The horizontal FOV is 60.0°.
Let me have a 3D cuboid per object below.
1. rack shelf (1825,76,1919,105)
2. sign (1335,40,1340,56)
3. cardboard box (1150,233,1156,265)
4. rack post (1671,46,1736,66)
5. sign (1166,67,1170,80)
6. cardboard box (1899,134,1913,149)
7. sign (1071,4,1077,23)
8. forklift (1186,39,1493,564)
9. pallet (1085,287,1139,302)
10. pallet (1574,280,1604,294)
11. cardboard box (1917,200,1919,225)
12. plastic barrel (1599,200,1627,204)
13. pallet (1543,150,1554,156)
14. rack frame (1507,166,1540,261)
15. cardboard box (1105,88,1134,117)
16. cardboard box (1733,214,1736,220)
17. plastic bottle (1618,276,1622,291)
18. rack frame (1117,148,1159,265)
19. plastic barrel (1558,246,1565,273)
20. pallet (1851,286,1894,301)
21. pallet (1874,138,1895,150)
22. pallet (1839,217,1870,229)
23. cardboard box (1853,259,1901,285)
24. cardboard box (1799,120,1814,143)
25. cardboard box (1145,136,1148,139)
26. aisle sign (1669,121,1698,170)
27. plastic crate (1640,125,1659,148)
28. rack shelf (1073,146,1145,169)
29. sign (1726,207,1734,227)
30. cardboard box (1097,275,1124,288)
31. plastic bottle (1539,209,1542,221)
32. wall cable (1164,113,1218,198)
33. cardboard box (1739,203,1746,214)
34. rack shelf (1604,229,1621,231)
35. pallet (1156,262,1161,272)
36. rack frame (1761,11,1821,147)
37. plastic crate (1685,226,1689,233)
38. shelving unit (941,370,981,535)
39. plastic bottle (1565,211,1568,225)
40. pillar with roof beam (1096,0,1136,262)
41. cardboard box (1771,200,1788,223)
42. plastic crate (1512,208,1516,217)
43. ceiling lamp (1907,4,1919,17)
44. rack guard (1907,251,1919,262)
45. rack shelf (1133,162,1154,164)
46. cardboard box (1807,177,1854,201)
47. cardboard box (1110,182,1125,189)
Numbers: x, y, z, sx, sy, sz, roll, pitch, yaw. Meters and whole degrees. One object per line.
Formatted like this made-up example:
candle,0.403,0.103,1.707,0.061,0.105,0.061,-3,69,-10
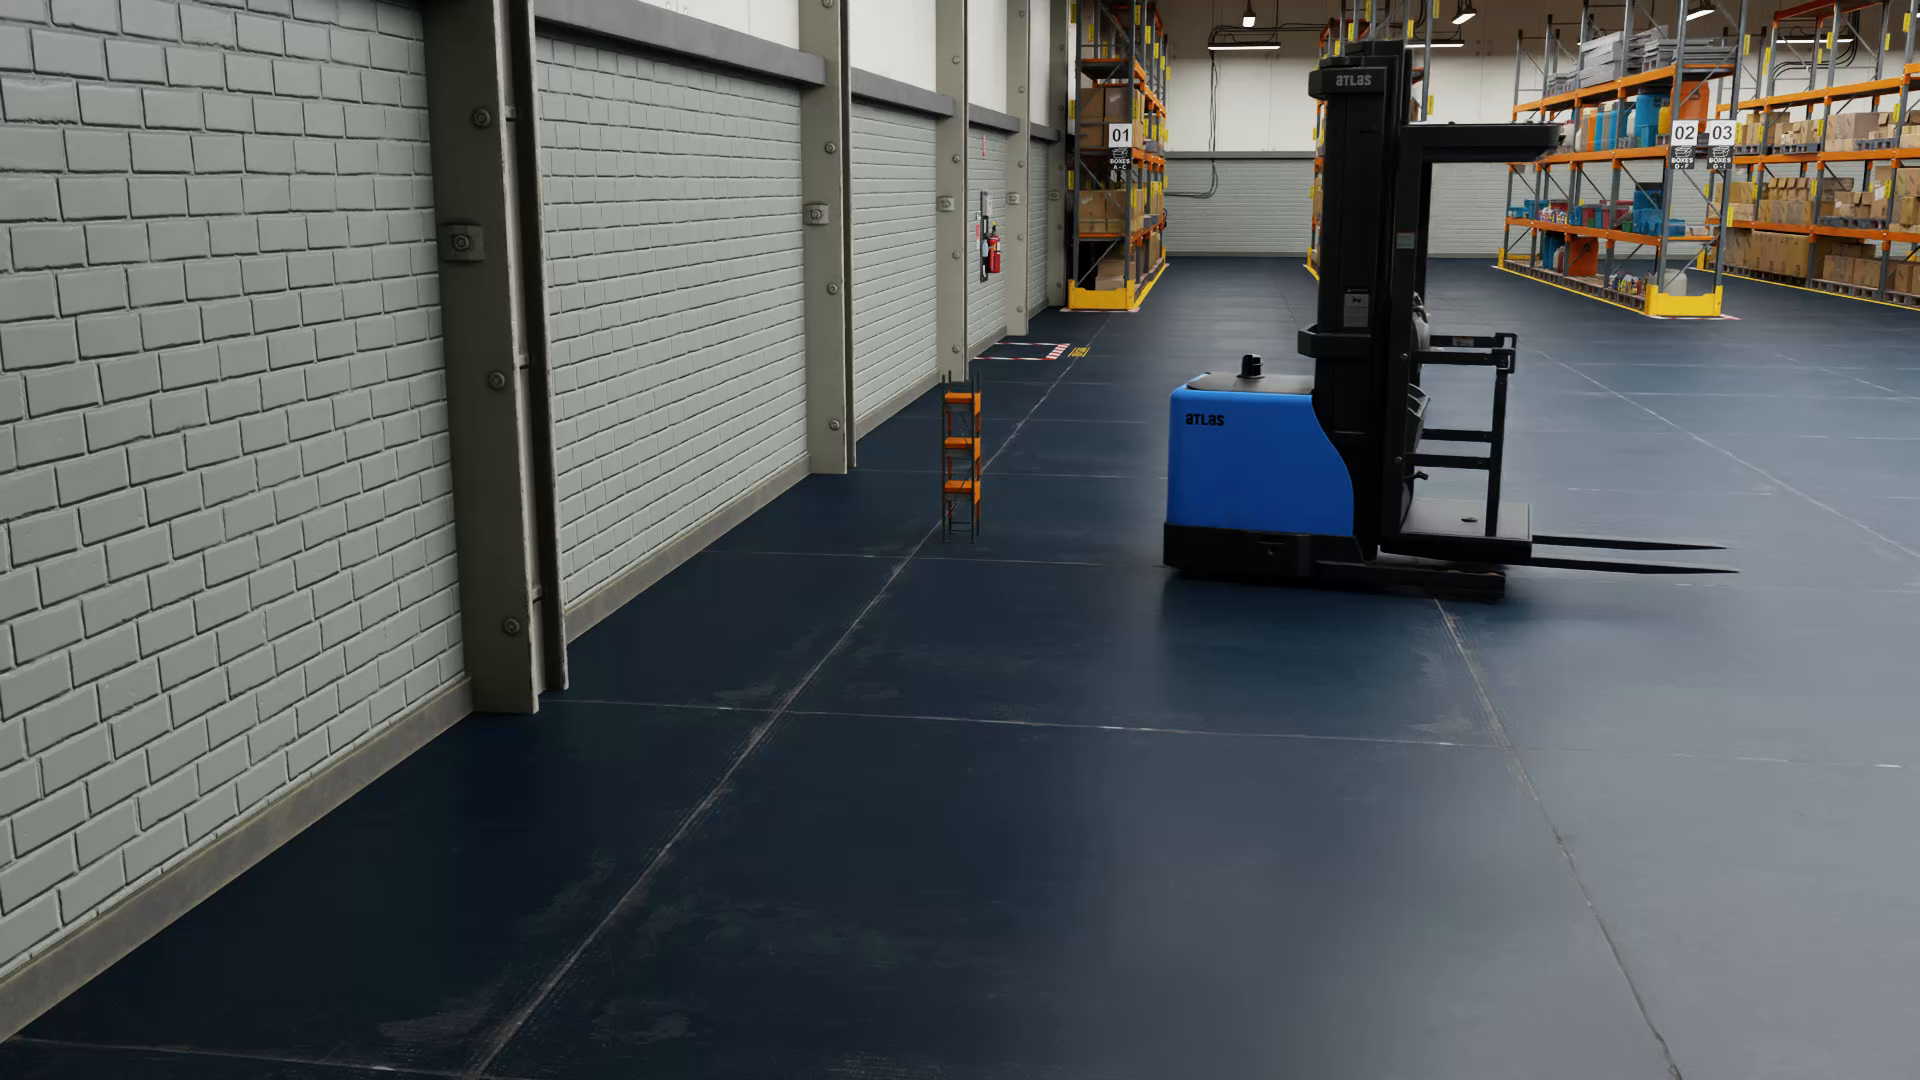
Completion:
rack shelf,18.112,-8.749,32.387,1.077,0.370,4.000,2,12,9
sign,8.094,-10.545,35.660,0.100,0.325,0.005,2,12,9
cardboard box,4.246,-6.924,39.607,0.750,0.750,0.750,2,12,10
rack post,12.537,-8.117,27.982,0.937,0.300,0.954,3,13,15
sign,5.500,-12.334,43.961,0.100,0.325,0.005,2,12,9
cardboard box,17.482,-7.255,30.273,0.500,0.250,0.500,1,12,6
sign,1.960,-9.085,28.696,0.100,0.325,0.005,2,12,9
forklift,19.253,-5.215,27.202,22.640,3.159,46.598,4,13,18
pallet,2.867,-4.670,31.662,1.003,0.211,1.213,2,12,9
pallet,13.178,-5.164,33.954,1.003,0.211,1.213,2,12,9
cardboard box,17.585,-5.840,29.527,0.875,0.500,0.500,2,12,9
plastic barrel,13.753,-6.901,35.070,0.600,0.536,0.708,2,12,9
pallet,14.116,-8.981,38.374,1.213,0.211,1.003,2,12,9
rack frame,14.759,-8.606,43.305,0.949,2.616,0.053,2,12,9
cardboard box,2.805,-7.682,29.242,0.500,0.500,0.500,1,12,5
cardboard box,18.955,-7.831,40.309,0.380,0.149,0.250,2,12,8
plastic bottle,12.280,-4.768,30.901,0.061,0.283,0.133,2,12,11
rack frame,4.351,-8.094,40.931,1.000,3.000,0.127,2,12,9
plastic barrel,13.757,-6.304,37.354,0.600,0.588,0.708,2,12,9
pallet,17.922,-4.746,32.016,1.003,0.211,1.213,2,12,9
pallet,18.004,-7.447,31.254,1.213,0.211,1.003,2,12,9
pallet,18.155,-6.273,32.935,1.003,0.211,1.213,2,12,9
cardboard box,18.097,-5.283,32.775,0.700,0.500,0.500,1,12,4
cardboard box,18.488,-8.812,35.910,0.500,0.500,0.500,3,12,12
cardboard box,4.086,-9.527,39.177,0.700,0.500,0.500,2,12,8
aisle sign,11.990,-6.541,27.552,0.394,0.787,0.004,2,12,9
plastic crate,12.290,-7.140,29.424,0.392,0.384,0.575,2,12,9
rack shelf,2.813,-7.127,31.032,1.077,0.370,4.000,2,12,9
sign,12.838,-5.392,27.735,0.100,0.325,0.005,2,12,9
cardboard box,2.789,-4.757,30.783,0.500,0.311,0.500,3,13,13
plastic bottle,13.642,-7.626,39.035,0.061,0.283,0.133,2,12,9
wall cable,6.189,-11.507,49.900,3.097,2.526,0.112,2,12,9
cardboard box,18.920,-7.893,39.648,0.500,0.250,0.500,2,12,10
rack shelf,13.217,-6.303,33.694,0.919,0.052,3.809,2,12,9
pallet,4.545,-6.887,41.948,1.003,0.211,1.213,2,12,9
rack frame,19.034,-10.545,38.065,1.000,3.000,0.127,2,12,9
plastic crate,12.910,-5.633,30.136,0.530,0.136,0.437,2,12,9
shelving unit,0.008,-0.525,10.436,0.215,1.050,0.249,2,12,9
plastic bottle,13.166,-6.981,36.045,0.061,0.283,0.133,2,12,9
pillar with roof beam,7.858,-11.061,40.458,9.100,9.000,0.548,2,12,9
cardboard box,18.563,-7.365,37.311,0.500,0.500,0.500,2,12,7
plastic crate,14.291,-8.375,42.492,0.416,0.233,0.300,2,12,9
ceiling lamp,21.629,-13.136,36.230,0.800,3.185,2.000,2,12,9
rack guard,24.523,-7.026,41.907,1.175,0.500,0.348,2,12,9
rack shelf,4.659,-9.721,42.602,0.919,0.124,3.809,2,12,9
cardboard box,18.548,-7.471,35.421,0.797,0.503,0.637,2,12,11
cardboard box,3.549,-7.935,37.422,0.500,0.250,0.500,2,12,10
